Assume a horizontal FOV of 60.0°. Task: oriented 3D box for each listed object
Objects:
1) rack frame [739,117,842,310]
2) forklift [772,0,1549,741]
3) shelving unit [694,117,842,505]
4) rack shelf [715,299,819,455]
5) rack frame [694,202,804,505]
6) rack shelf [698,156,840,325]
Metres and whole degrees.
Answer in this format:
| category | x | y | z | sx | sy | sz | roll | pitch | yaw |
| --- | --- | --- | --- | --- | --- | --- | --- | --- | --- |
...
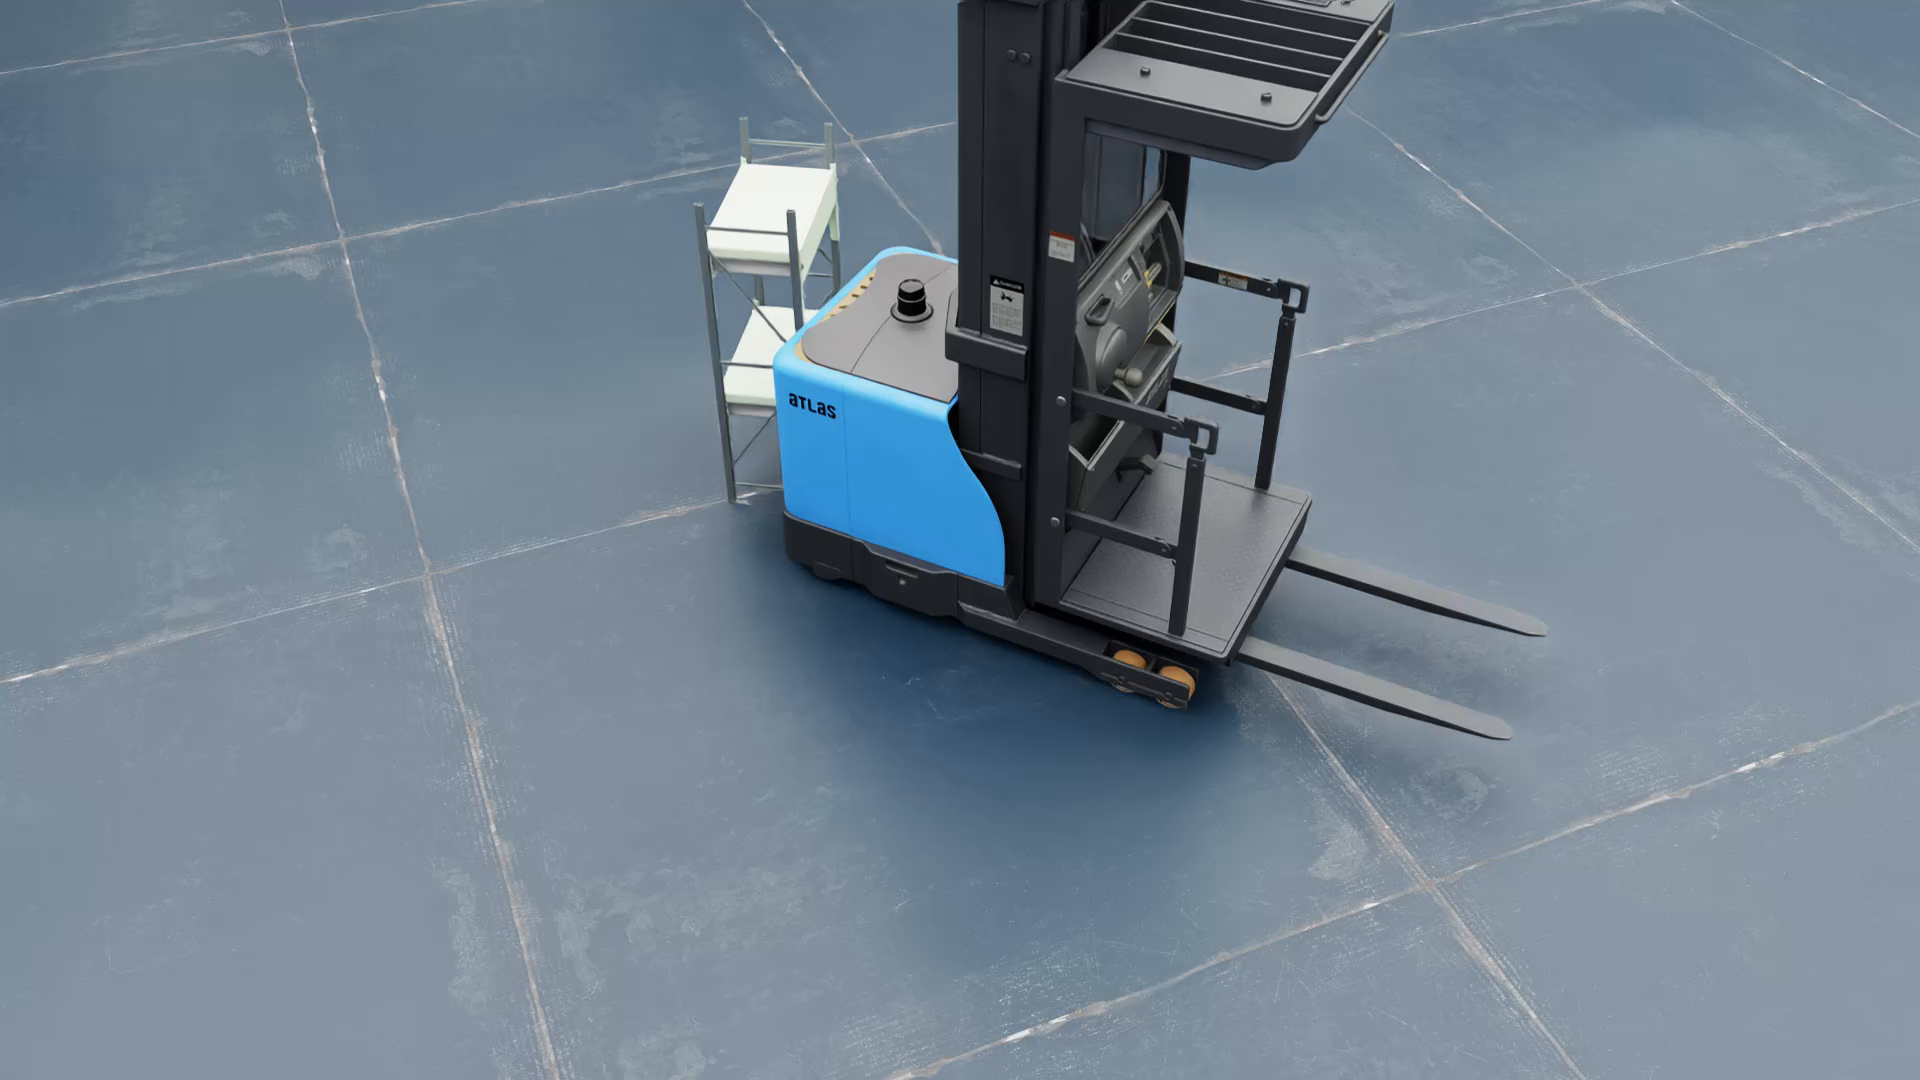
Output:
| category | x | y | z | sx | sy | sz | roll | pitch | yaw |
| --- | --- | --- | --- | --- | --- | --- | --- | --- | --- |
| rack frame | -0.733 | -1.195 | 7.489 | 0.400 | 1.500 | 0.023 | 5 | 41 | 6 |
| forklift | 0.805 | -0.853 | 5.994 | 3.031 | 2.935 | 1.130 | 18 | 44 | 20 |
| shelving unit | -0.785 | -0.958 | 7.214 | 0.431 | 1.500 | 0.755 | 5 | 41 | 6 |
| rack shelf | -0.785 | -0.711 | 7.427 | 0.431 | 0.370 | 0.720 | 5 | 41 | 6 |
| rack frame | -0.836 | -0.722 | 6.939 | 0.400 | 1.500 | 0.023 | 5 | 41 | 6 |
| rack shelf | -0.785 | -1.254 | 6.960 | 0.431 | 0.370 | 0.720 | 5 | 41 | 6 |
